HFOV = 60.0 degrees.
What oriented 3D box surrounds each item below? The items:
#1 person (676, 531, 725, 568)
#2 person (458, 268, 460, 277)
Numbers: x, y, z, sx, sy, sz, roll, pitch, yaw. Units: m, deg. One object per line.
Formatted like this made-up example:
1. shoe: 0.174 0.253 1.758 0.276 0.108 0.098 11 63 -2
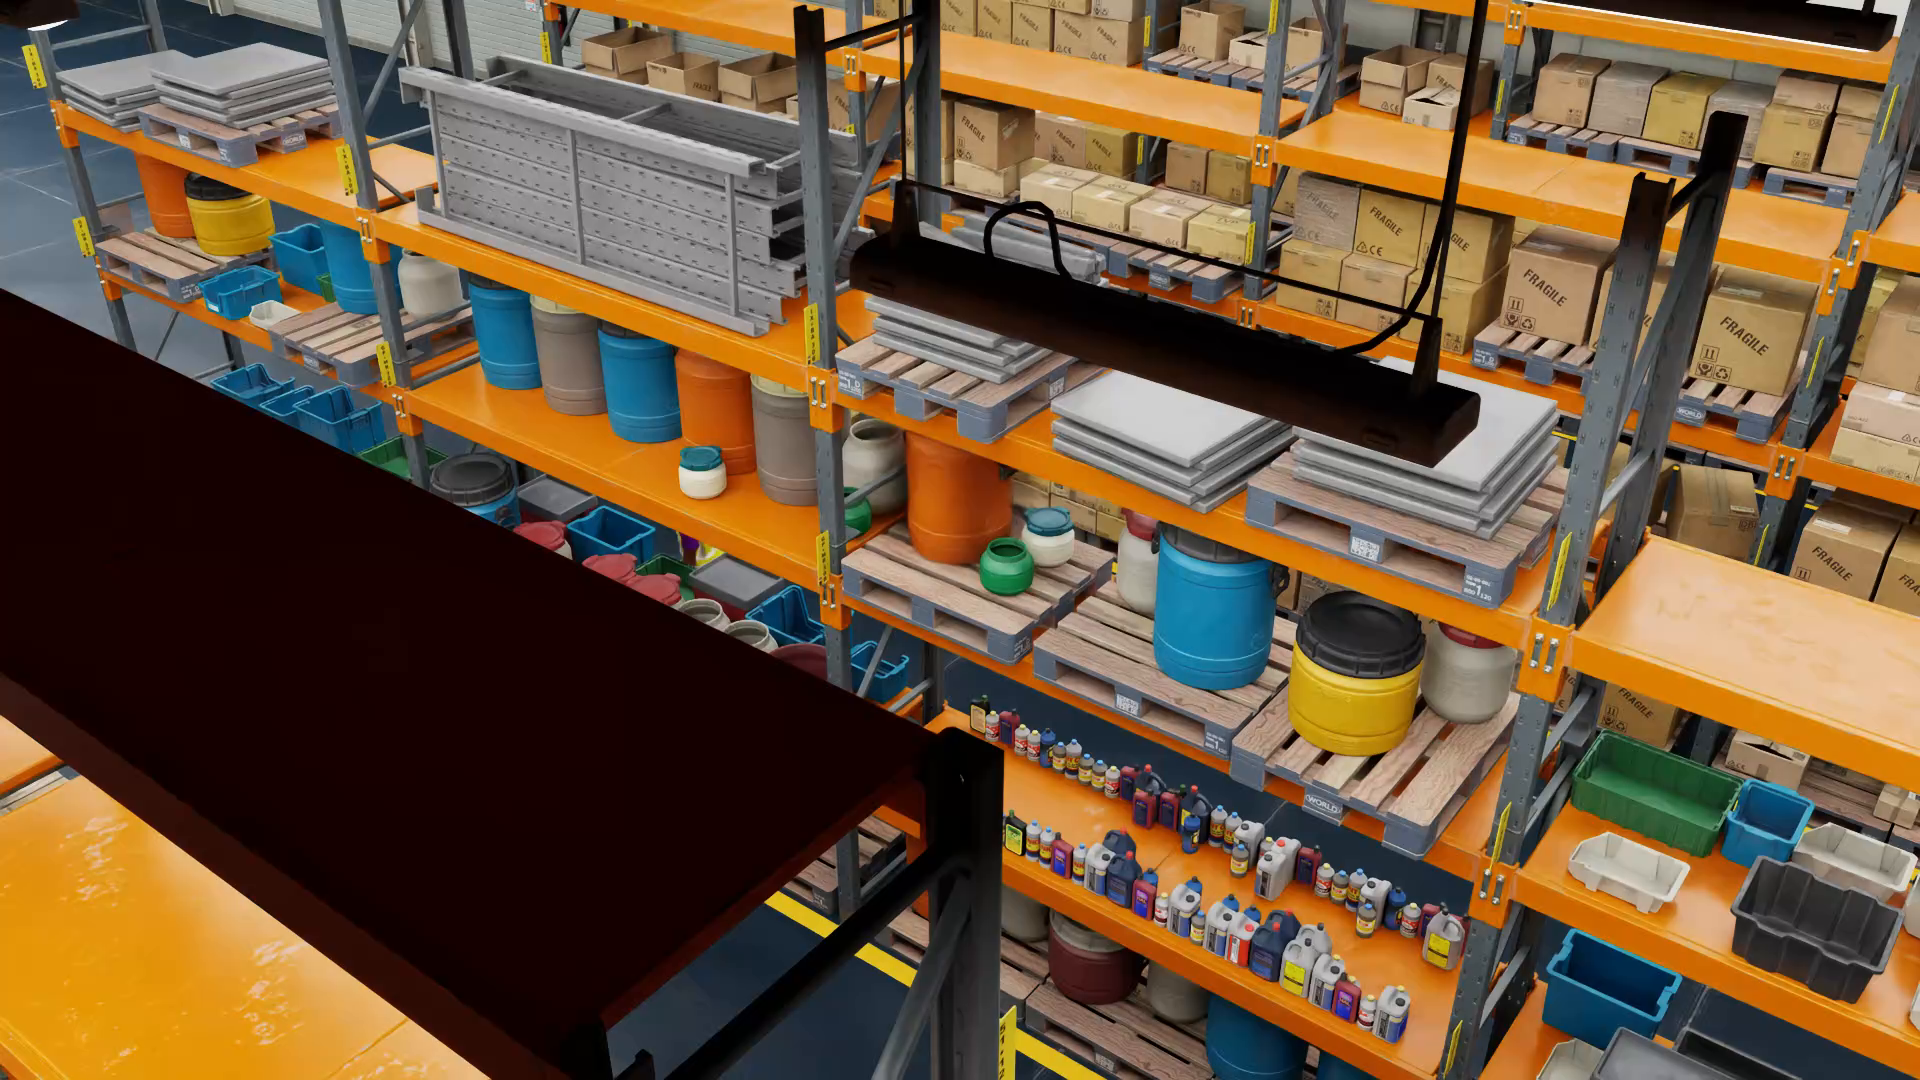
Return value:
1. person: -2.081 0.177 13.346 0.713 1.788 0.647 19 36 28
2. person: -5.984 -3.380 19.179 0.525 1.708 0.839 9 33 15
